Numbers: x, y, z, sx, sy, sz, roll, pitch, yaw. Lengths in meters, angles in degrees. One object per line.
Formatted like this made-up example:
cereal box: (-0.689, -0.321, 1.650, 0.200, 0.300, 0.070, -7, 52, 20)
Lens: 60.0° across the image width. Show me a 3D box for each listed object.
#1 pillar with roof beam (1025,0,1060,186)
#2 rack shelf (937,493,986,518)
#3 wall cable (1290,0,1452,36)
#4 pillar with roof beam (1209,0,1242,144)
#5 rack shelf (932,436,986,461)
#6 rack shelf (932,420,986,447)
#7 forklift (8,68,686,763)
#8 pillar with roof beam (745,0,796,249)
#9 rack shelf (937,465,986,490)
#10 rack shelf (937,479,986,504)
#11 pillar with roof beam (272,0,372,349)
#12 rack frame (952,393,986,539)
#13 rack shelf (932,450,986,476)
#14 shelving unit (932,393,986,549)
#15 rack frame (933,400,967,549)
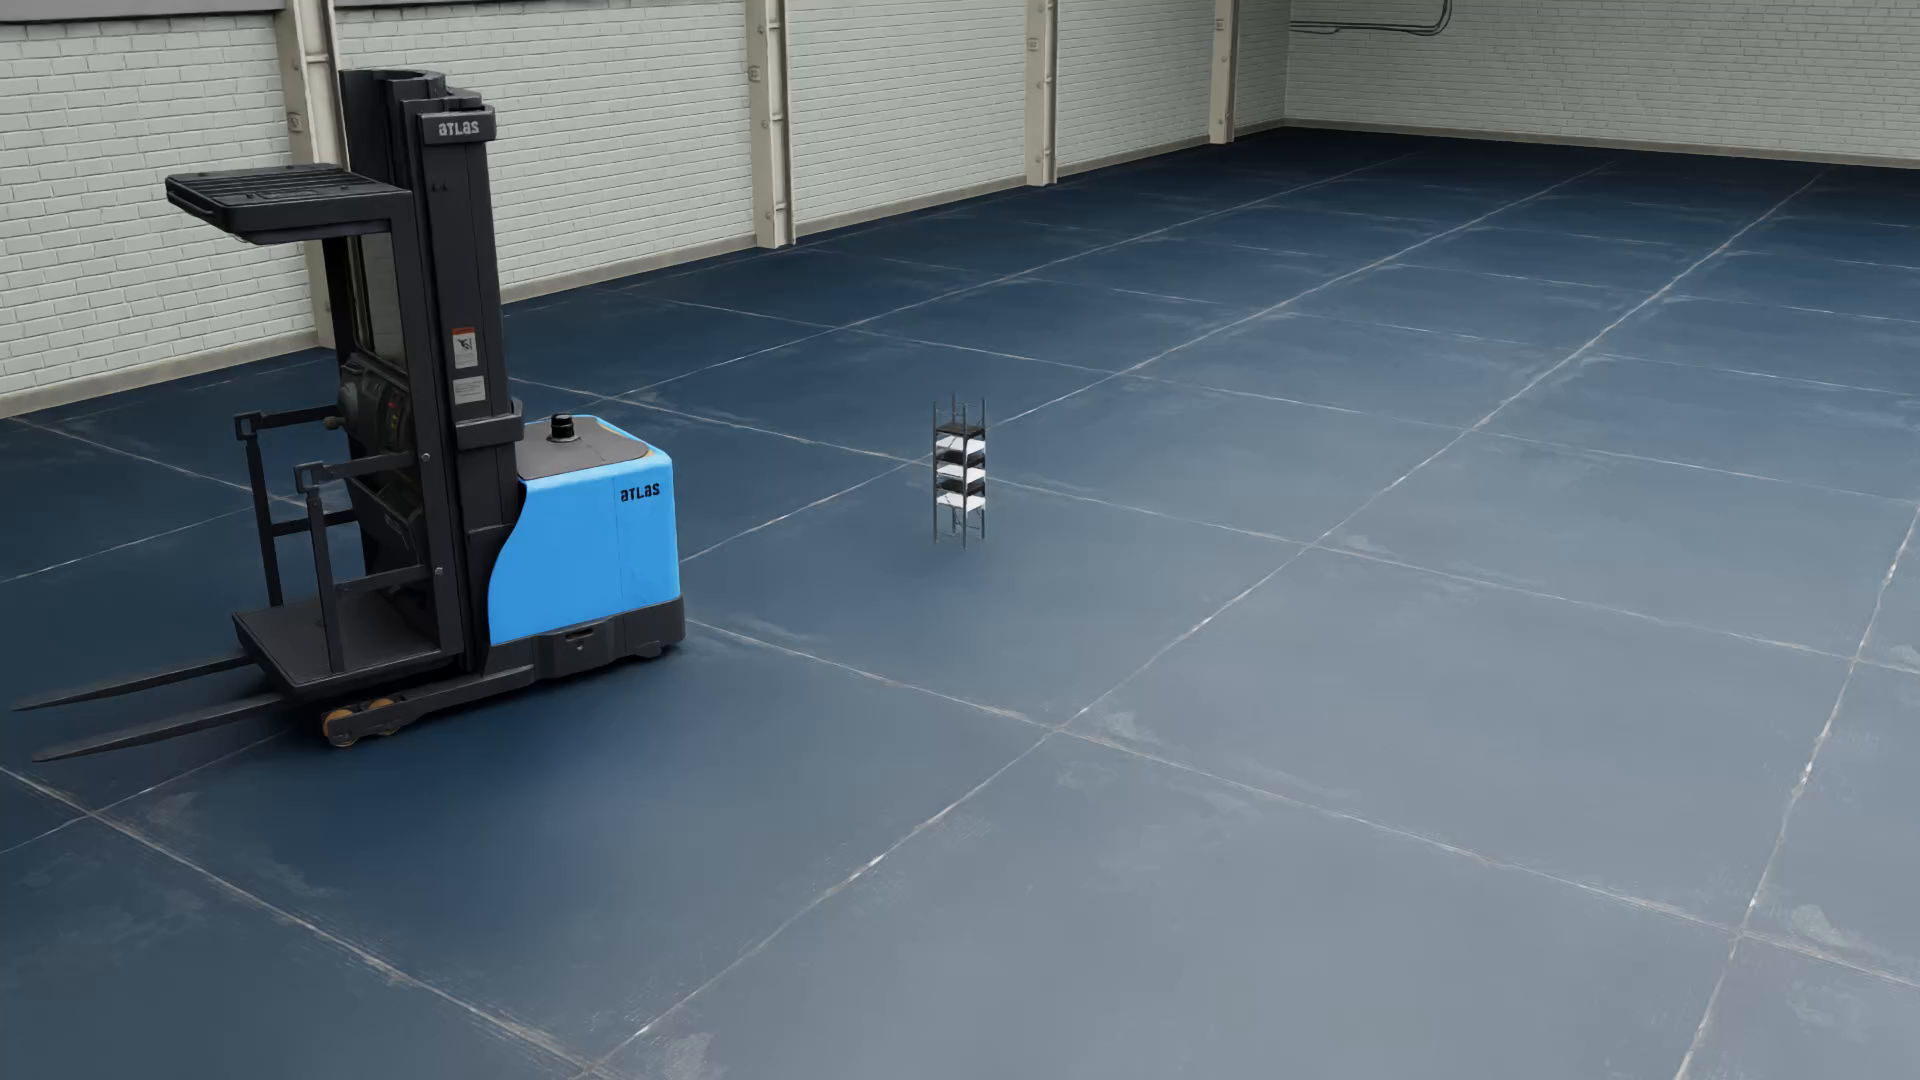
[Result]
pillar with roof beam: (4.745, -8.606, 20.560, 9.100, 9.000, 0.400, 13, 24, 32)
rack shelf: (-0.005, -0.220, 10.177, 0.258, 0.077, 0.200, 13, 24, 32)
wall cable: (7.307, -10.298, 29.610, 3.097, 2.526, 0.112, 13, 24, 32)
pillar with roof beam: (8.118, -10.327, 25.214, 9.100, 9.000, 0.400, 13, 24, 32)
rack shelf: (-0.005, -0.557, 10.052, 0.258, 0.077, 0.200, 13, 24, 32)
rack shelf: (-0.005, -0.642, 10.020, 0.258, 0.077, 0.200, 13, 24, 32)
forklift: (-2.923, -0.627, 7.736, 3.031, 2.935, 1.130, -14, 25, -34)
pillar with roof beam: (1.372, -6.884, 15.906, 9.100, 9.000, 0.400, 13, 24, 32)
rack shelf: (-0.005, -0.388, 10.114, 0.258, 0.077, 0.200, 13, 24, 32)
rack shelf: (-0.005, -0.304, 10.145, 0.258, 0.077, 0.200, 13, 24, 32)
pillar with roof beam: (-2.001, -5.163, 11.252, 9.100, 9.000, 0.400, 13, 24, 32)
rack frame: (0.053, -0.449, 10.181, 0.240, 0.900, 0.006, 13, 24, 32)
rack shelf: (-0.005, -0.473, 10.083, 0.258, 0.077, 0.200, 13, 24, 32)
shelving unit: (-0.005, -0.420, 10.103, 0.258, 0.900, 0.210, 13, 24, 32)
rack frame: (-0.062, -0.391, 10.024, 0.240, 0.900, 0.006, 13, 24, 32)
